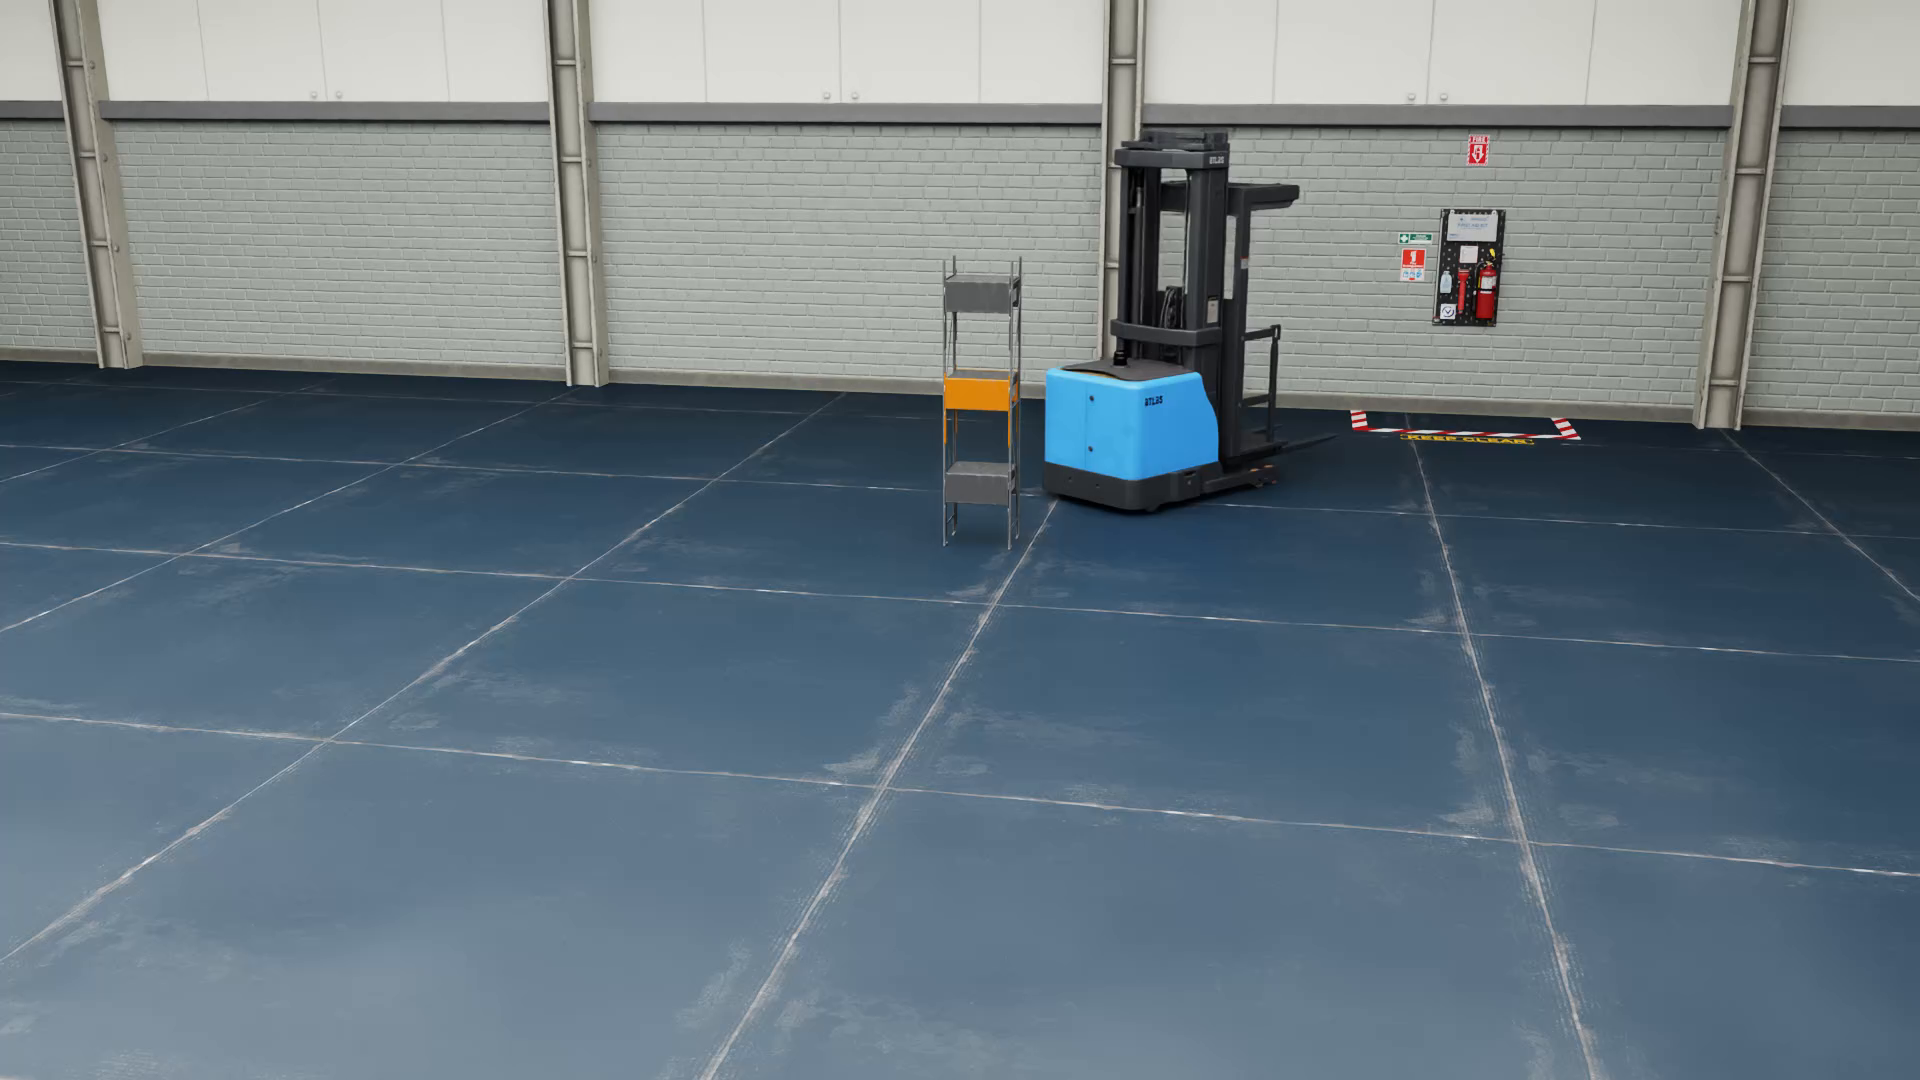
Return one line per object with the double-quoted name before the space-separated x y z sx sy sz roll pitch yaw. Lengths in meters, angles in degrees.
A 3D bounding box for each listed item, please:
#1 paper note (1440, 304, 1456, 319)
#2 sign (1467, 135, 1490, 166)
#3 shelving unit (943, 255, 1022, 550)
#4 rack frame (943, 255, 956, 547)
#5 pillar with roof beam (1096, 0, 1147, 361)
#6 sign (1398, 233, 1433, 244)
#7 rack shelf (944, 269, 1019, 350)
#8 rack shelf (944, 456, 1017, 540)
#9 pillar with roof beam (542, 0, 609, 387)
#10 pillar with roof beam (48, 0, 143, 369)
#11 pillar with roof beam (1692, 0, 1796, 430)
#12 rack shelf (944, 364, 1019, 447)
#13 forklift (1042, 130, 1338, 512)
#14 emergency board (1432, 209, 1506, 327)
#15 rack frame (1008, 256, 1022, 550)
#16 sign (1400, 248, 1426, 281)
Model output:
"paper note" 4.965 -2.325 16.915 0.142 0.148 0.016 3 16 11
"sign" 5.137 -3.865 16.485 0.199 0.298 0.001 3 16 11
"shelving unit" 0.162 -1.003 12.180 0.503 2.100 0.431 3 16 11
"rack frame" -0.077 -1.016 12.227 0.015 2.100 0.400 3 16 11
"pillar with roof beam" 0.801 -4.664 12.474 0.400 9.000 9.100 3 16 11
"sign" 4.606 -3.048 16.817 0.331 0.109 0.001 3 16 11
"rack shelf" 0.162 -1.665 11.997 0.480 0.518 0.431 3 16 11
"rack shelf" 0.162 -0.315 12.370 0.480 0.518 0.431 3 16 11
"pillar with roof beam" -5.078 -4.984 13.626 0.400 9.000 9.100 3 16 11
"pillar with roof beam" -10.958 -5.303 14.778 0.400 9.000 9.100 3 16 11
"pillar with roof beam" 6.681 -4.345 11.322 0.400 9.000 9.100 3 16 11
"rack shelf" 0.162 -0.990 12.184 0.480 0.518 0.431 3 16 11
"forklift" 2.105 -1.944 14.019 3.031 2.935 1.130 -14 21 -41
"emergency board" 5.125 -2.722 16.699 0.643 1.169 0.194 3 16 11
"rack frame" 0.401 -0.990 12.133 0.015 2.100 0.400 3 16 11
"sign" 4.604 -2.795 16.897 0.234 0.329 0.001 3 16 11
